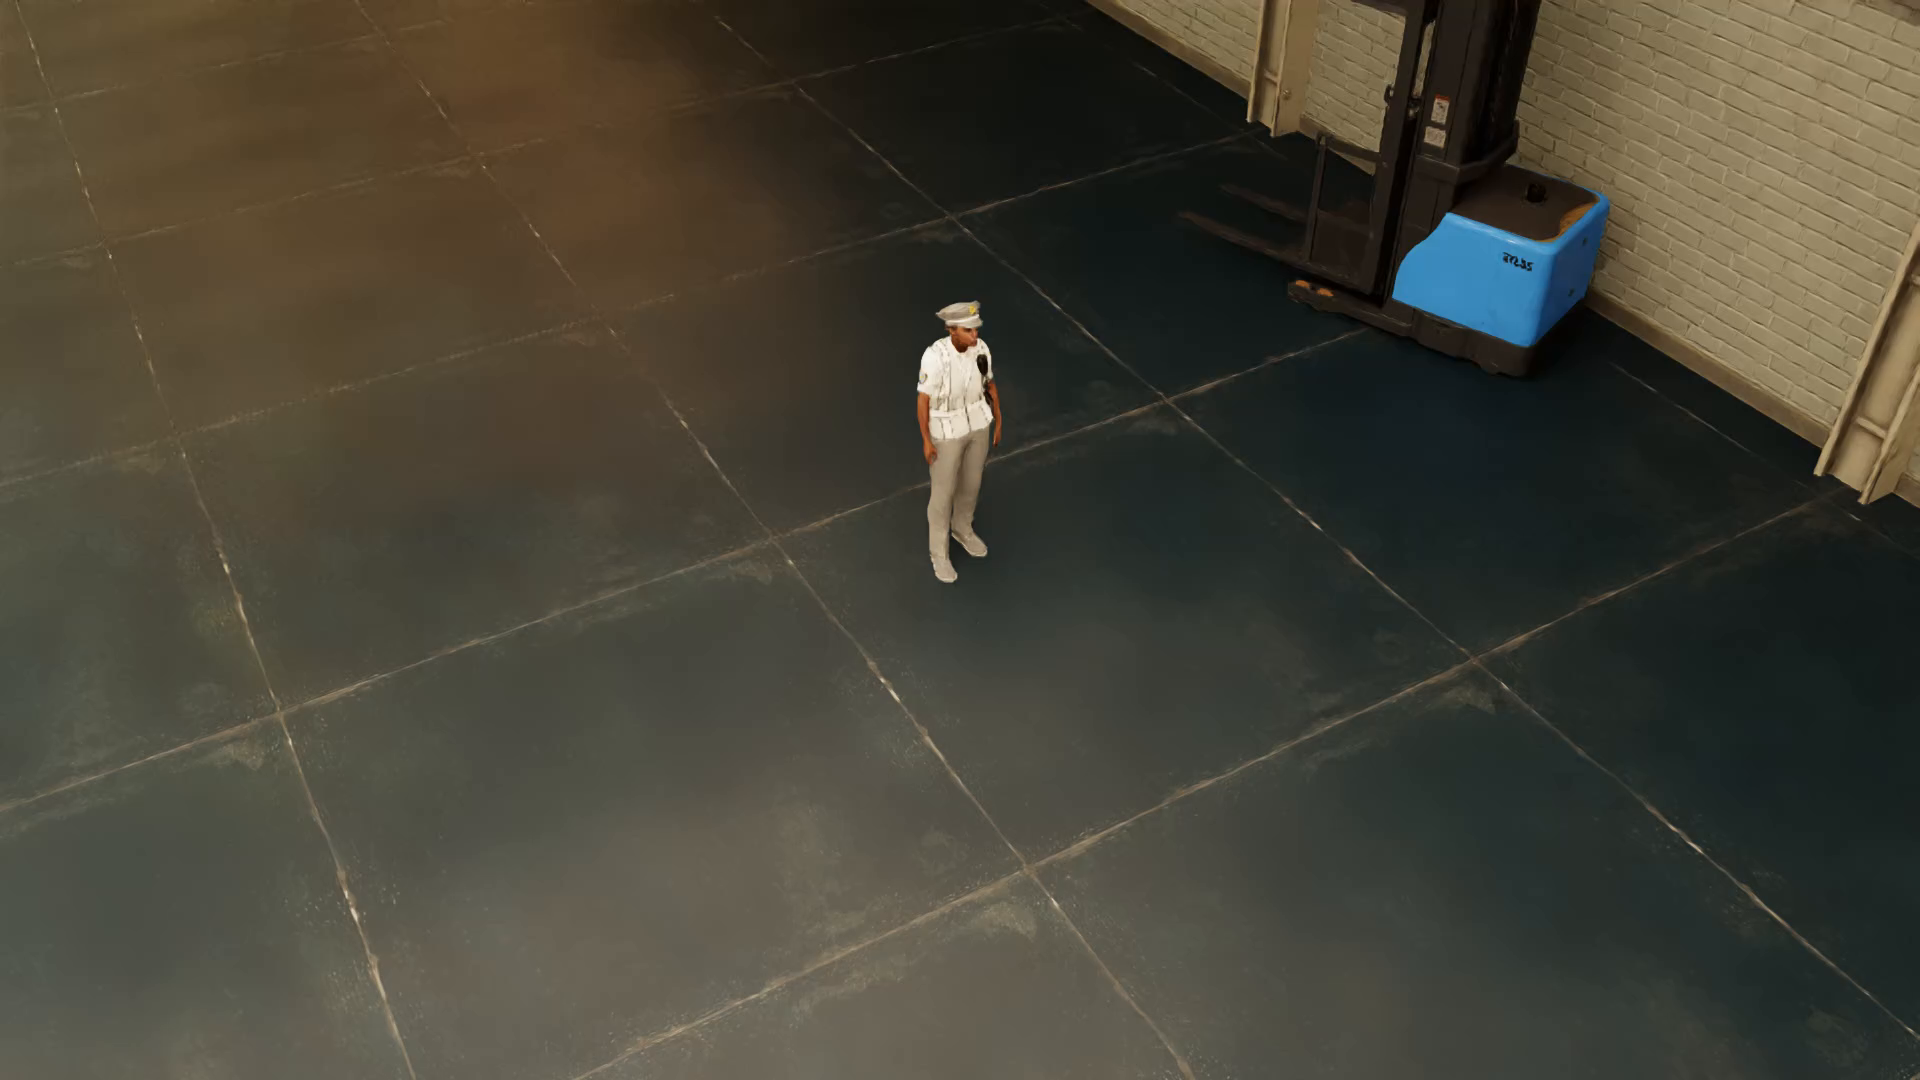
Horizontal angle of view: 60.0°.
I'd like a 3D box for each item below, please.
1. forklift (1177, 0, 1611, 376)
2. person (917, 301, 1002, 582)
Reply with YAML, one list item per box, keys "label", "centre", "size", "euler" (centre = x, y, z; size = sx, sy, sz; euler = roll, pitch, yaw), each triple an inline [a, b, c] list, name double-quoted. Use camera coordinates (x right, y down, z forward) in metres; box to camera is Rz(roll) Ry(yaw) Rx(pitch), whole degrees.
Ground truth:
- label: "forklift"
  centre: [3.080, -3.063, 11.729]
  size: [3.031, 2.935, 1.130]
  euler: [28, 47, 30]
- label: "person"
  centre: [0.018, -0.606, 9.730]
  size: [0.563, 1.685, 0.529]
  euler: [-20, 44, -23]
